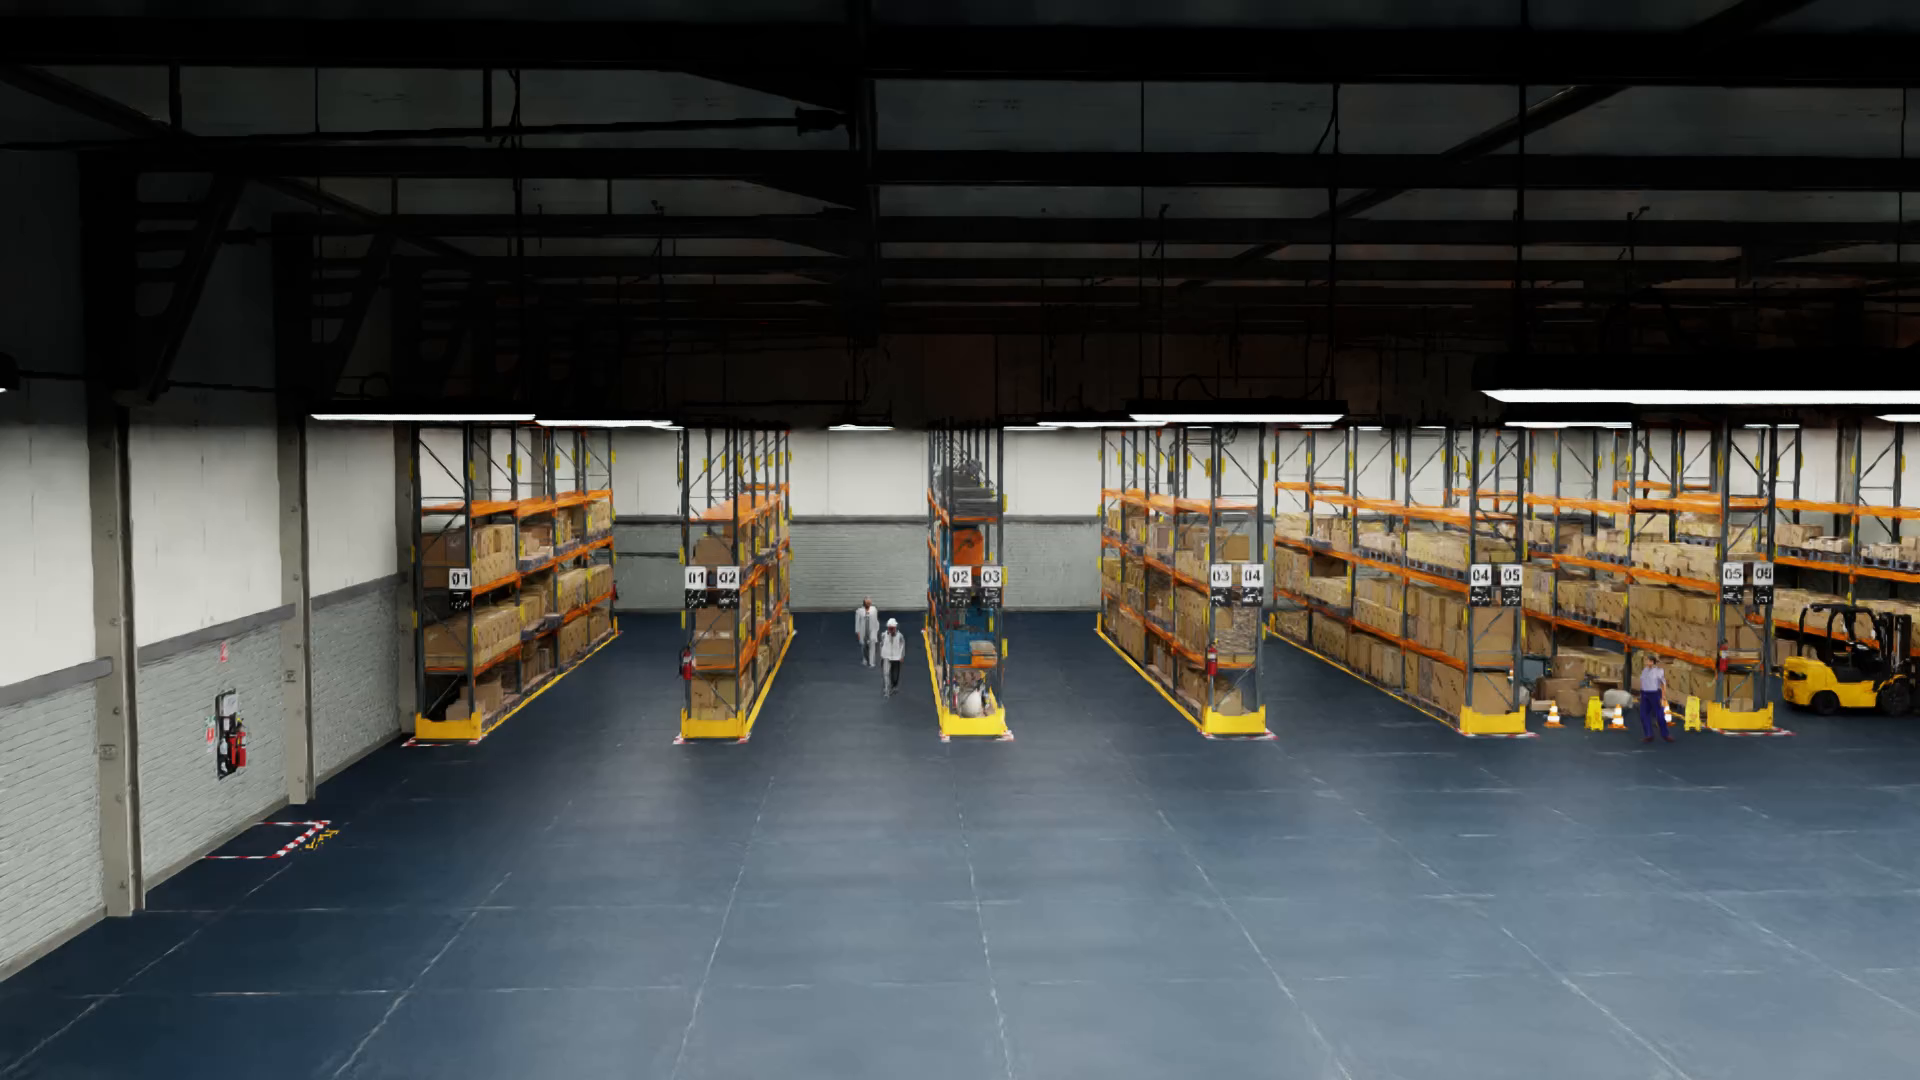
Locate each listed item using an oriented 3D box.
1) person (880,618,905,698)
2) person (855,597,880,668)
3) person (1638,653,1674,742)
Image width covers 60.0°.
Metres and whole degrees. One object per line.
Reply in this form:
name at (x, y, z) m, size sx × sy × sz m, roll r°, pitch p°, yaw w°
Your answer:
person at (-1.452, 2.521, 35.902) m, size 0.543 × 1.700 × 1.119 m, roll 0°, pitch 4°, yaw -5°
person at (-2.265, 2.225, 40.326) m, size 0.574 × 1.698 × 1.172 m, roll 0°, pitch 4°, yaw -1°
person at (12.860, 2.909, 30.734) m, size 0.532 × 1.639 × 0.597 m, roll -2°, pitch 4°, yaw -31°
